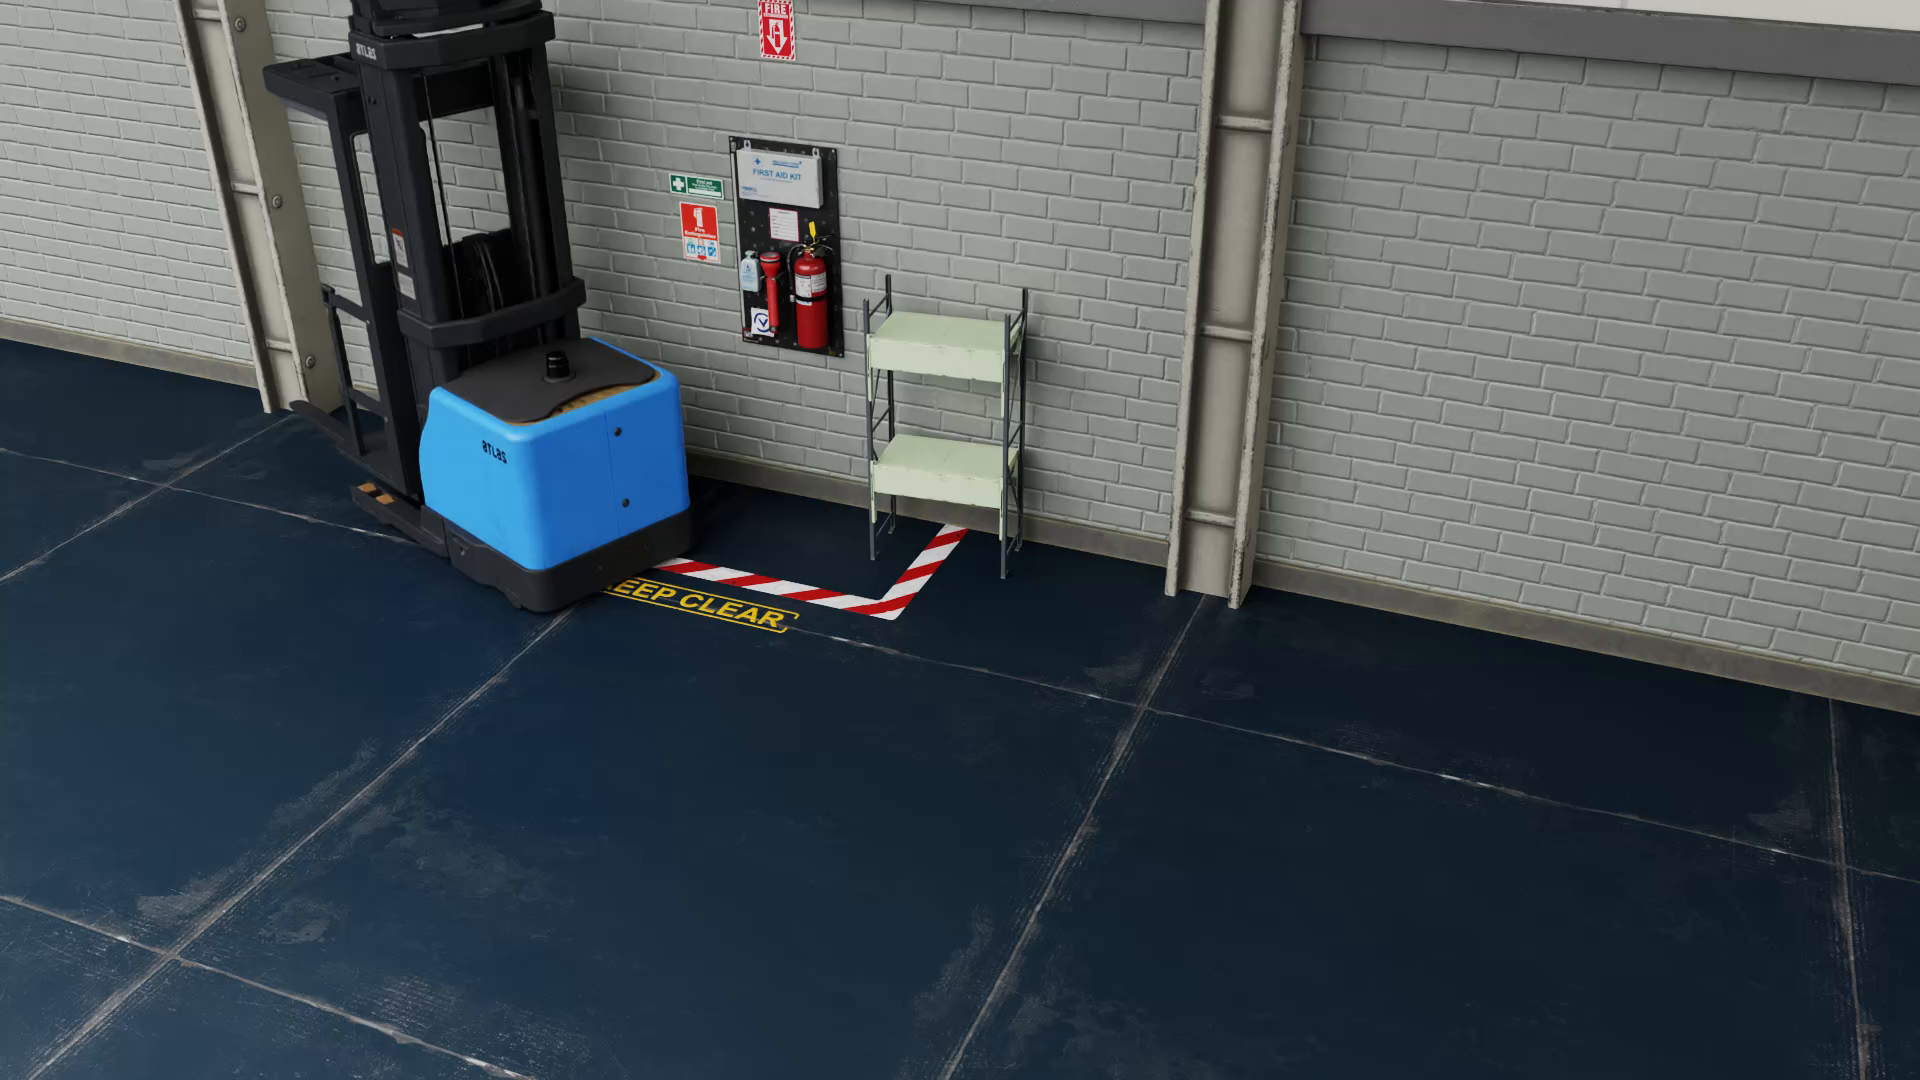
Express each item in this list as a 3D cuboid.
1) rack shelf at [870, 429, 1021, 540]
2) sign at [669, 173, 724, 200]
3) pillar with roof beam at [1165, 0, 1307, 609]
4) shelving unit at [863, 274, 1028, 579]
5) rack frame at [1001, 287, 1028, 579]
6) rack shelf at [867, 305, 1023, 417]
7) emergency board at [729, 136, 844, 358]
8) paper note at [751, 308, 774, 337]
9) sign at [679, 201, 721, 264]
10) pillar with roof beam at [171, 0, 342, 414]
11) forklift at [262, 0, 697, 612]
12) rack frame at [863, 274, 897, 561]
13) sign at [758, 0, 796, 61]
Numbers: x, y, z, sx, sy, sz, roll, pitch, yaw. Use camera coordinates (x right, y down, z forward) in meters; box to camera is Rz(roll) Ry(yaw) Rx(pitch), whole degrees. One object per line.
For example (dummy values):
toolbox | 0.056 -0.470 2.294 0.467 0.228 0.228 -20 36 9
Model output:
rack shelf | -0.070 -0.304 8.926 0.720 0.370 0.431 8 30 14
sign | -1.431 -1.919 9.022 0.331 0.109 0.001 11 31 19
pillar with roof beam | -0.301 -1.703 3.117 0.400 9.000 9.100 11 31 19
shelving unit | -0.070 -0.587 8.765 0.755 1.500 0.431 8 30 14
rack frame | 0.283 -0.539 8.679 0.023 1.500 0.400 8 30 14
rack shelf | -0.070 -0.927 8.573 0.720 0.370 0.431 8 30 14
emergency board | -0.958 -1.529 8.906 0.643 1.169 0.194 11 31 19
paper note | -1.097 -1.209 9.236 0.142 0.148 0.016 11 31 19
sign | -1.432 -1.693 9.161 0.234 0.329 0.001 11 31 19
pillar with roof beam | -5.861 -2.813 5.081 0.400 9.000 9.100 11 31 19
forklift | -2.843 -1.529 8.977 3.031 2.935 1.130 26 38 37
rack frame | -0.422 -0.636 8.851 0.023 1.500 0.400 8 30 14
sign | -0.928 -2.585 8.419 0.199 0.298 0.001 11 31 19
